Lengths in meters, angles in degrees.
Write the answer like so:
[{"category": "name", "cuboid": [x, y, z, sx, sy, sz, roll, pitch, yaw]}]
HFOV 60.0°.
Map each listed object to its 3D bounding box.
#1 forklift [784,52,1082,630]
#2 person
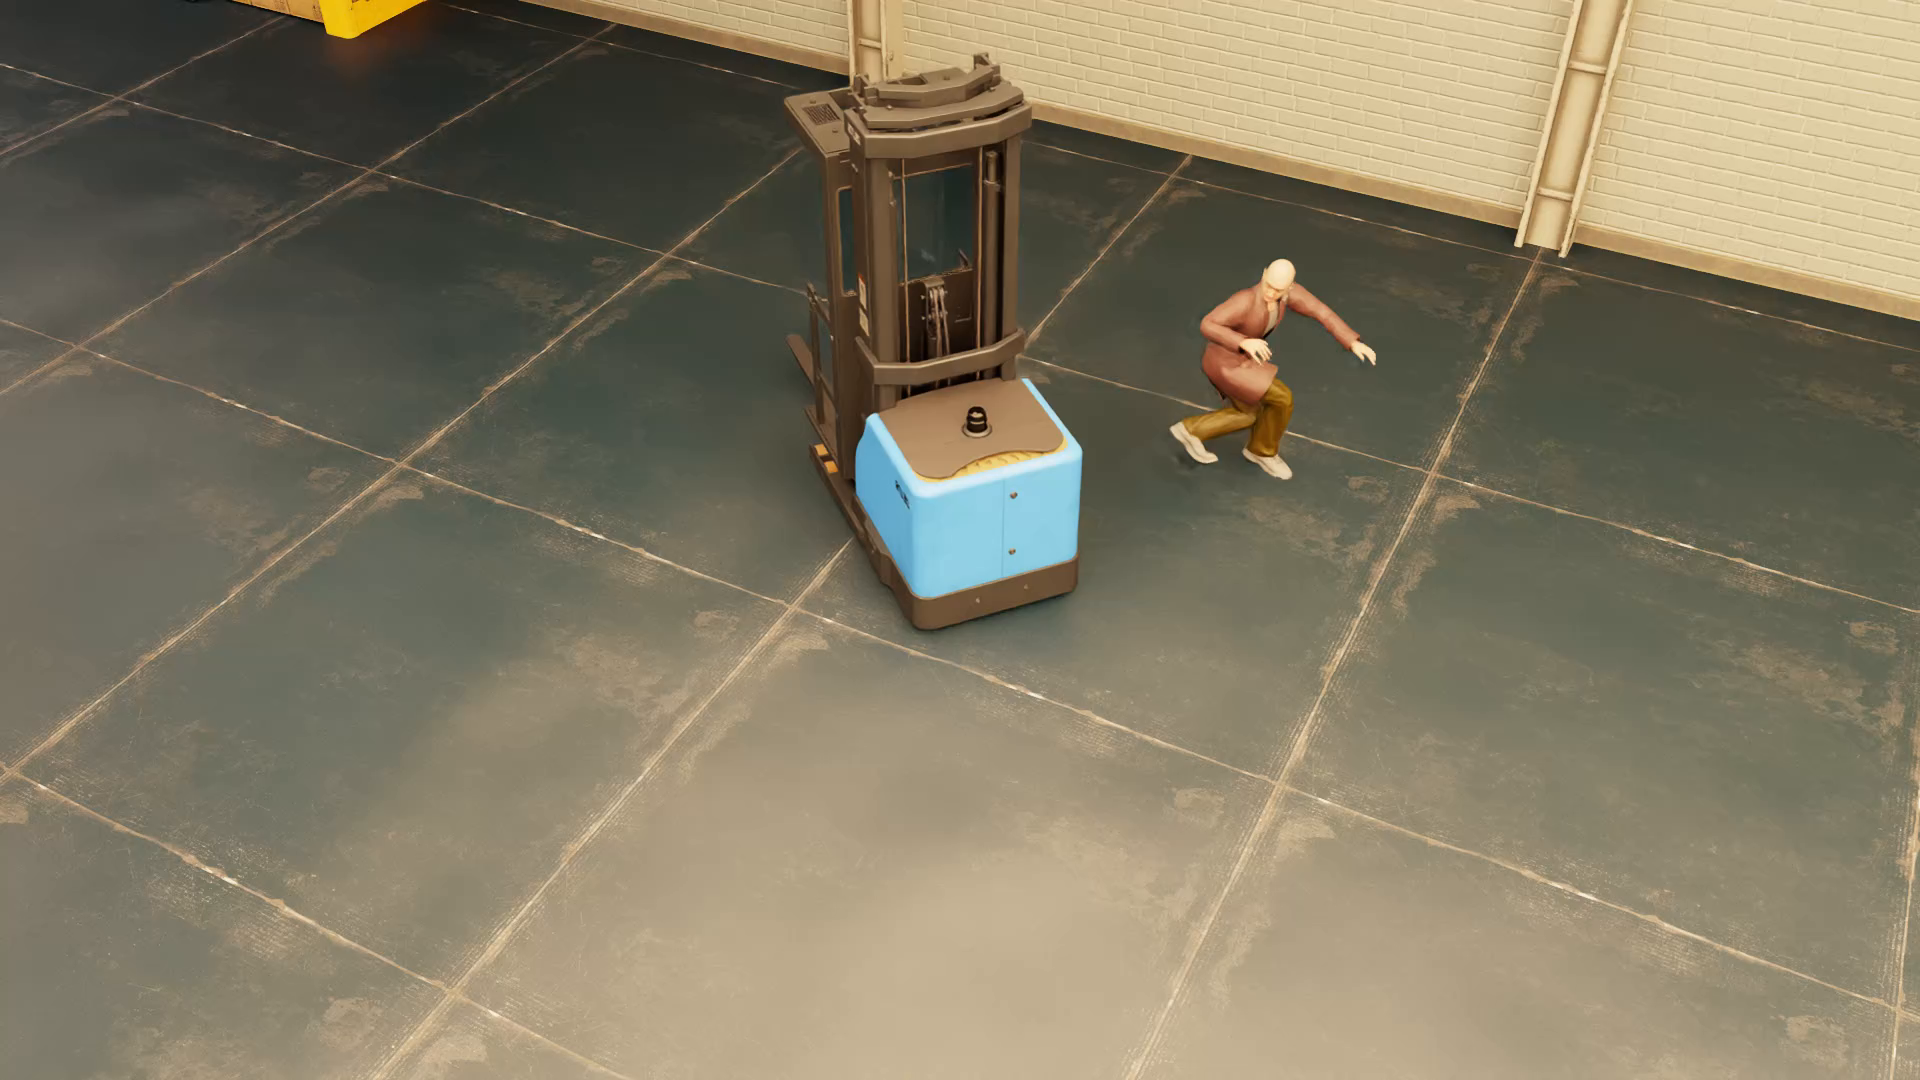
[{"category": "forklift", "cuboid": [-0.328, -1.559, 9.838, 1.130, 2.935, 3.031, -15, 42, -17]}, {"category": "person", "cuboid": [1.924, -1.002, 10.311, 1.185, 1.517, 0.875, 14, 42, 16]}]
